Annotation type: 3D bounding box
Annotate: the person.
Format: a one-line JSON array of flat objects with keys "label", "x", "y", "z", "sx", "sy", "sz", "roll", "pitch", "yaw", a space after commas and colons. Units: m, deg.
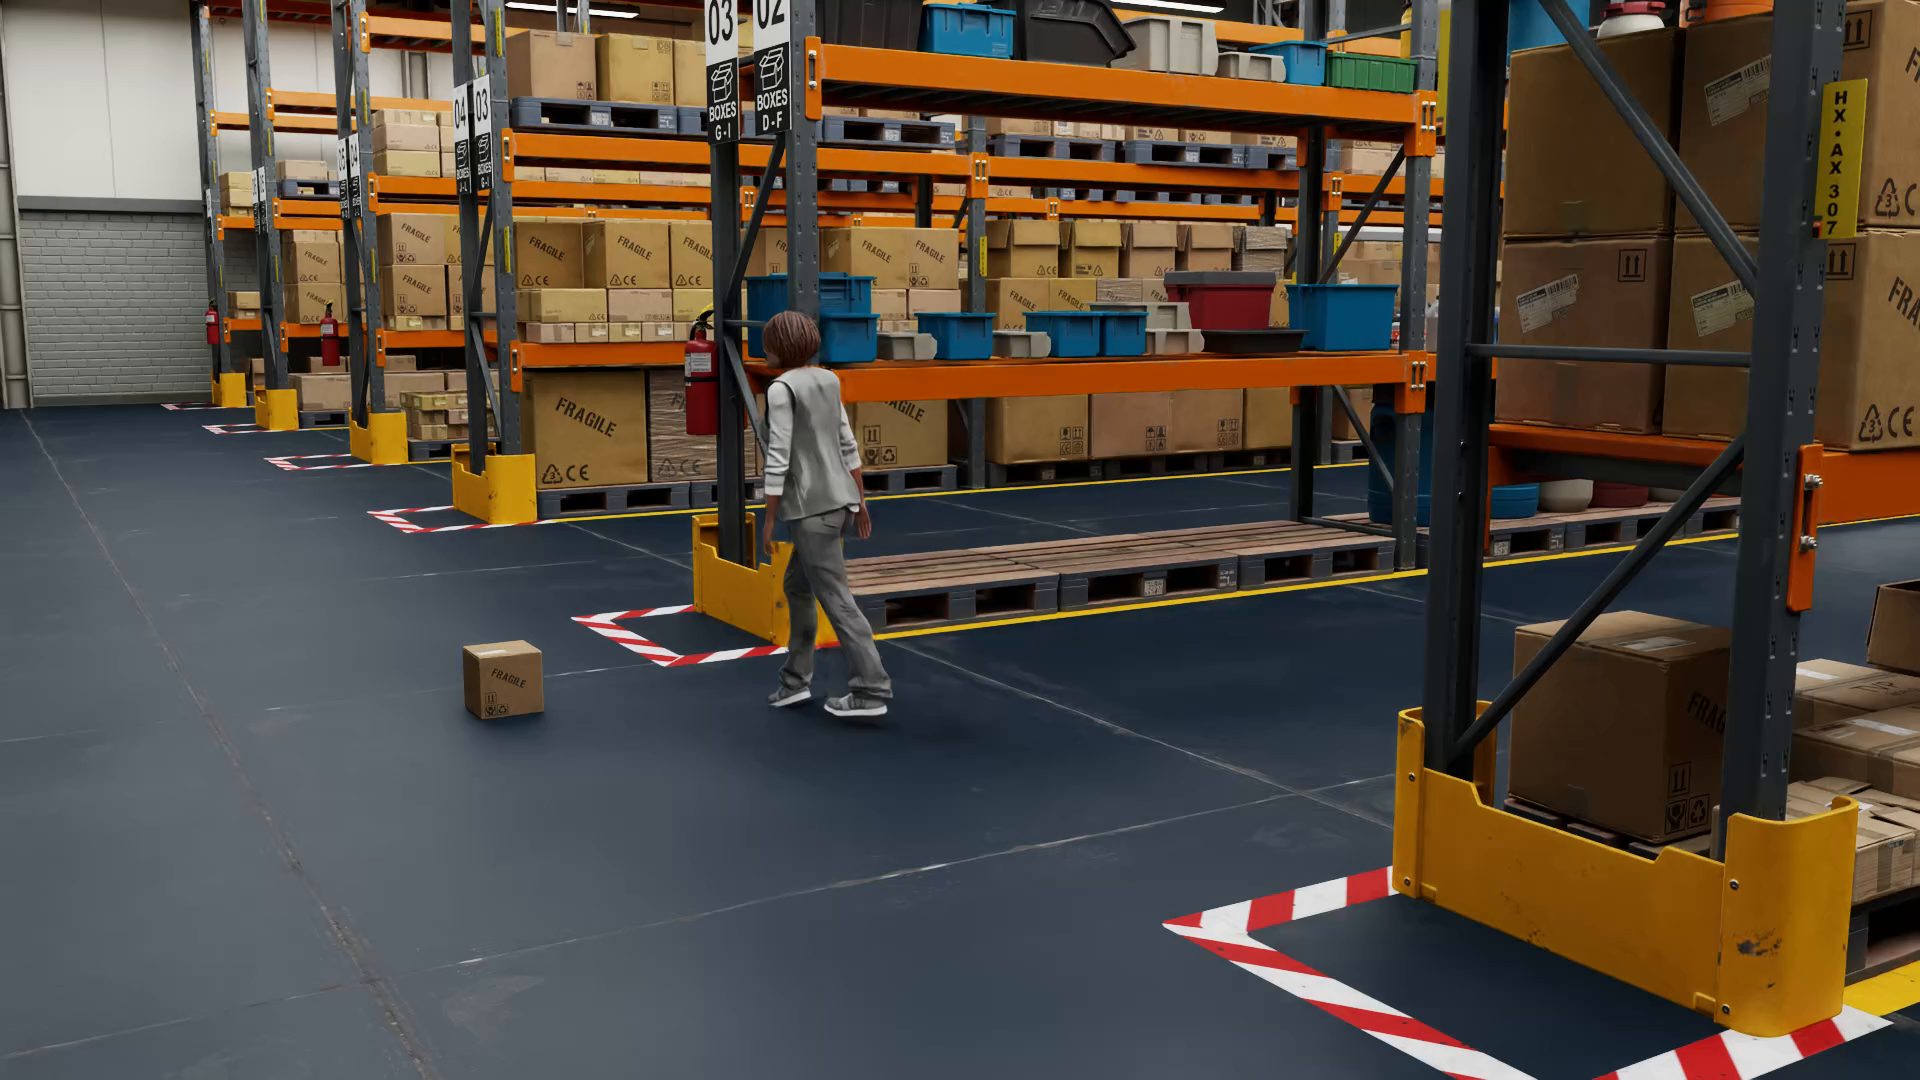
[{"label": "person", "x": -0.559, "y": -0.076, "z": 6.437, "sx": 0.645, "sy": 1.610, "sz": 0.437, "roll": 4, "pitch": 9, "yaw": 25}]
